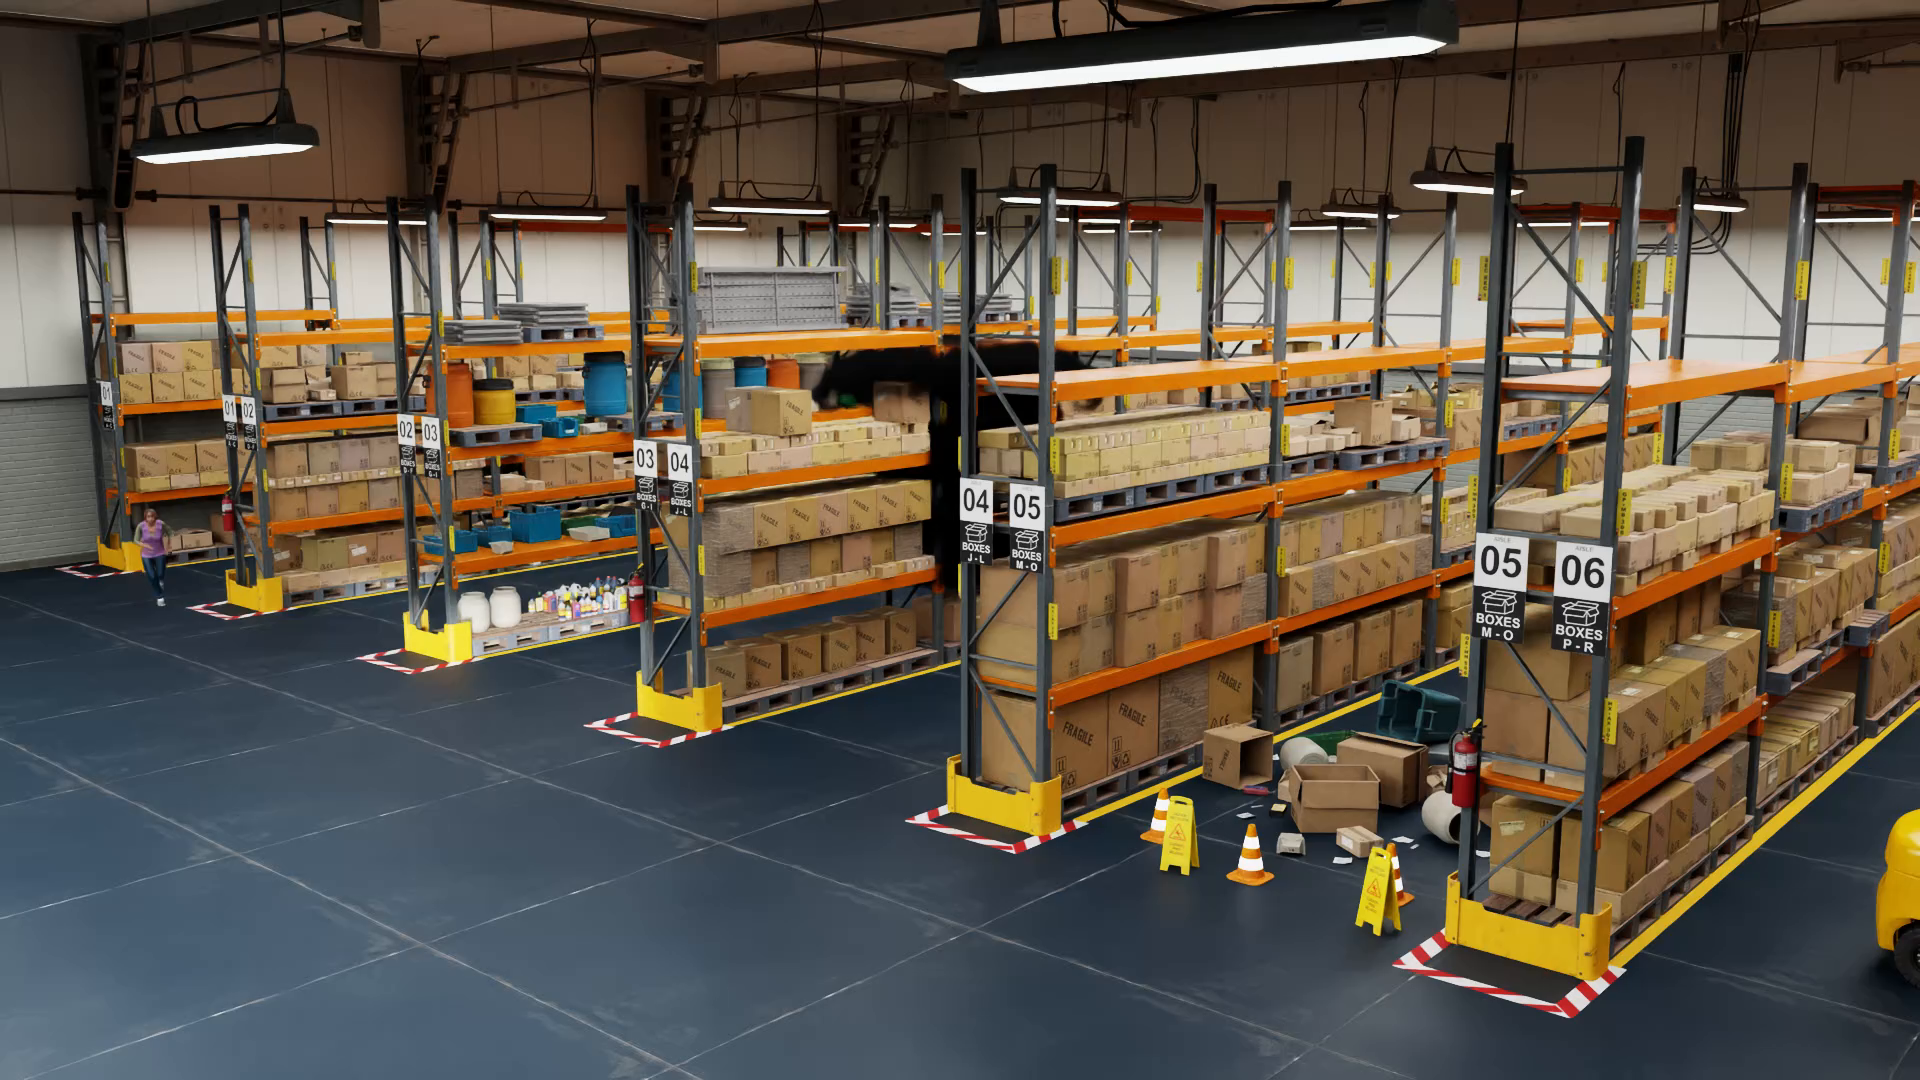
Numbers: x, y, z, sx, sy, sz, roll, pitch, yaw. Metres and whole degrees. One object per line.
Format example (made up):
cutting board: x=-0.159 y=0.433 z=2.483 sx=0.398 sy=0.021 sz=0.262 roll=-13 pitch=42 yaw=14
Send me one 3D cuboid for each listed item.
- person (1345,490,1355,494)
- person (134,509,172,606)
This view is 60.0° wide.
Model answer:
person: x=6.116 y=0.031 z=26.009 sx=0.694 sy=1.692 sz=0.707 roll=4 pitch=10 yaw=23
person: x=-12.199 y=0.268 z=25.192 sx=0.522 sy=1.513 sz=0.660 roll=-4 pitch=10 yaw=-22
